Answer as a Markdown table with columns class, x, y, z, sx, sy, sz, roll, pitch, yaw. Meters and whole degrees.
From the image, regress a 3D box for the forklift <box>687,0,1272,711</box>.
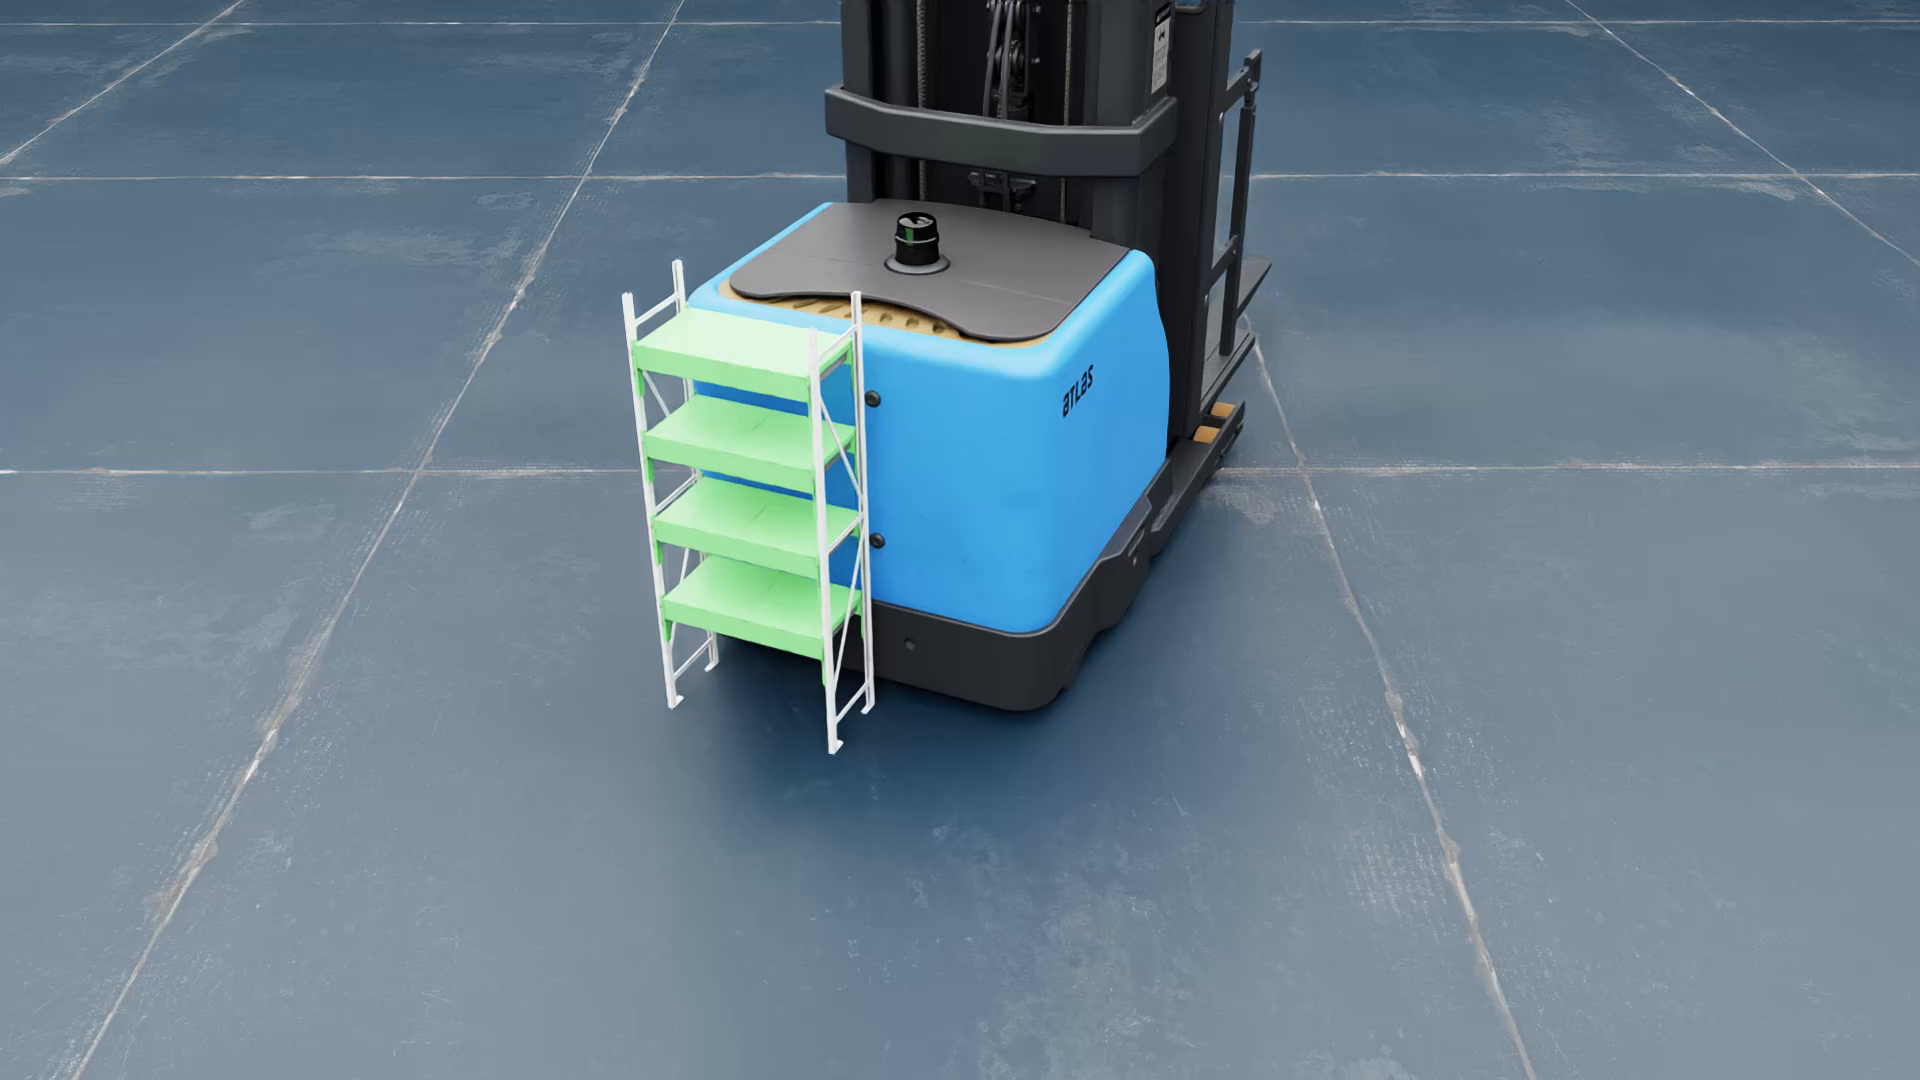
| class | x | y | z | sx | sy | sz | roll | pitch | yaw |
| --- | --- | --- | --- | --- | --- | --- | --- | --- | --- |
| forklift | 0.338 | -1.552 | 4.982 | 1.130 | 2.935 | 3.031 | 13 | 34 | 20 |

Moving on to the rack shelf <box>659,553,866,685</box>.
| class | x | y | z | sx | sy | sz | roll | pitch | yaw |
| --- | --- | --- | --- | --- | --- | --- | --- | --- | --- |
| rack shelf | -0.510 | 0.197 | 4.354 | 0.480 | 0.148 | 0.258 | 13 | 34 | 20 |

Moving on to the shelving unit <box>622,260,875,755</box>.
| class | x | y | z | sx | sy | sz | roll | pitch | yaw |
| --- | --- | --- | --- | --- | --- | --- | --- | --- | --- |
| shelving unit | -0.510 | -0.063 | 4.196 | 0.503 | 1.200 | 0.258 | 13 | 34 | 20 |

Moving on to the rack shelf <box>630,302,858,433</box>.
| class | x | y | z | sx | sy | sz | roll | pitch | yaw |
| --- | --- | --- | --- | --- | --- | --- | --- | --- | --- |
| rack shelf | -0.510 | -0.418 | 3.980 | 0.480 | 0.148 | 0.258 | 13 | 34 | 20 |

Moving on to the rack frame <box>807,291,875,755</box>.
| class | x | y | z | sx | sy | sz | roll | pitch | yaw |
| --- | --- | --- | --- | --- | --- | --- | --- | --- | --- |
| rack frame | -0.287 | -0.012 | 4.113 | 0.015 | 1.200 | 0.240 | 13 | 34 | 20 |

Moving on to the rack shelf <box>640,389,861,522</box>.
| class | x | y | z | sx | sy | sz | roll | pitch | yaw |
| --- | --- | --- | --- | --- | --- | --- | --- | --- | --- |
| rack shelf | -0.510 | -0.213 | 4.105 | 0.480 | 0.148 | 0.258 | 13 | 34 | 20 |

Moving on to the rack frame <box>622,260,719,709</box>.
| class | x | y | z | sx | sy | sz | roll | pitch | yaw |
| --- | --- | --- | --- | --- | --- | --- | --- | --- | --- |
| rack frame | -0.734 | -0.113 | 4.280 | 0.015 | 1.200 | 0.240 | 13 | 34 | 20 |

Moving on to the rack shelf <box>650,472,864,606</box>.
| class | x | y | z | sx | sy | sz | roll | pitch | yaw |
| --- | --- | --- | --- | --- | --- | --- | --- | --- | --- |
| rack shelf | -0.510 | -0.008 | 4.230 | 0.480 | 0.148 | 0.258 | 13 | 34 | 20 |
